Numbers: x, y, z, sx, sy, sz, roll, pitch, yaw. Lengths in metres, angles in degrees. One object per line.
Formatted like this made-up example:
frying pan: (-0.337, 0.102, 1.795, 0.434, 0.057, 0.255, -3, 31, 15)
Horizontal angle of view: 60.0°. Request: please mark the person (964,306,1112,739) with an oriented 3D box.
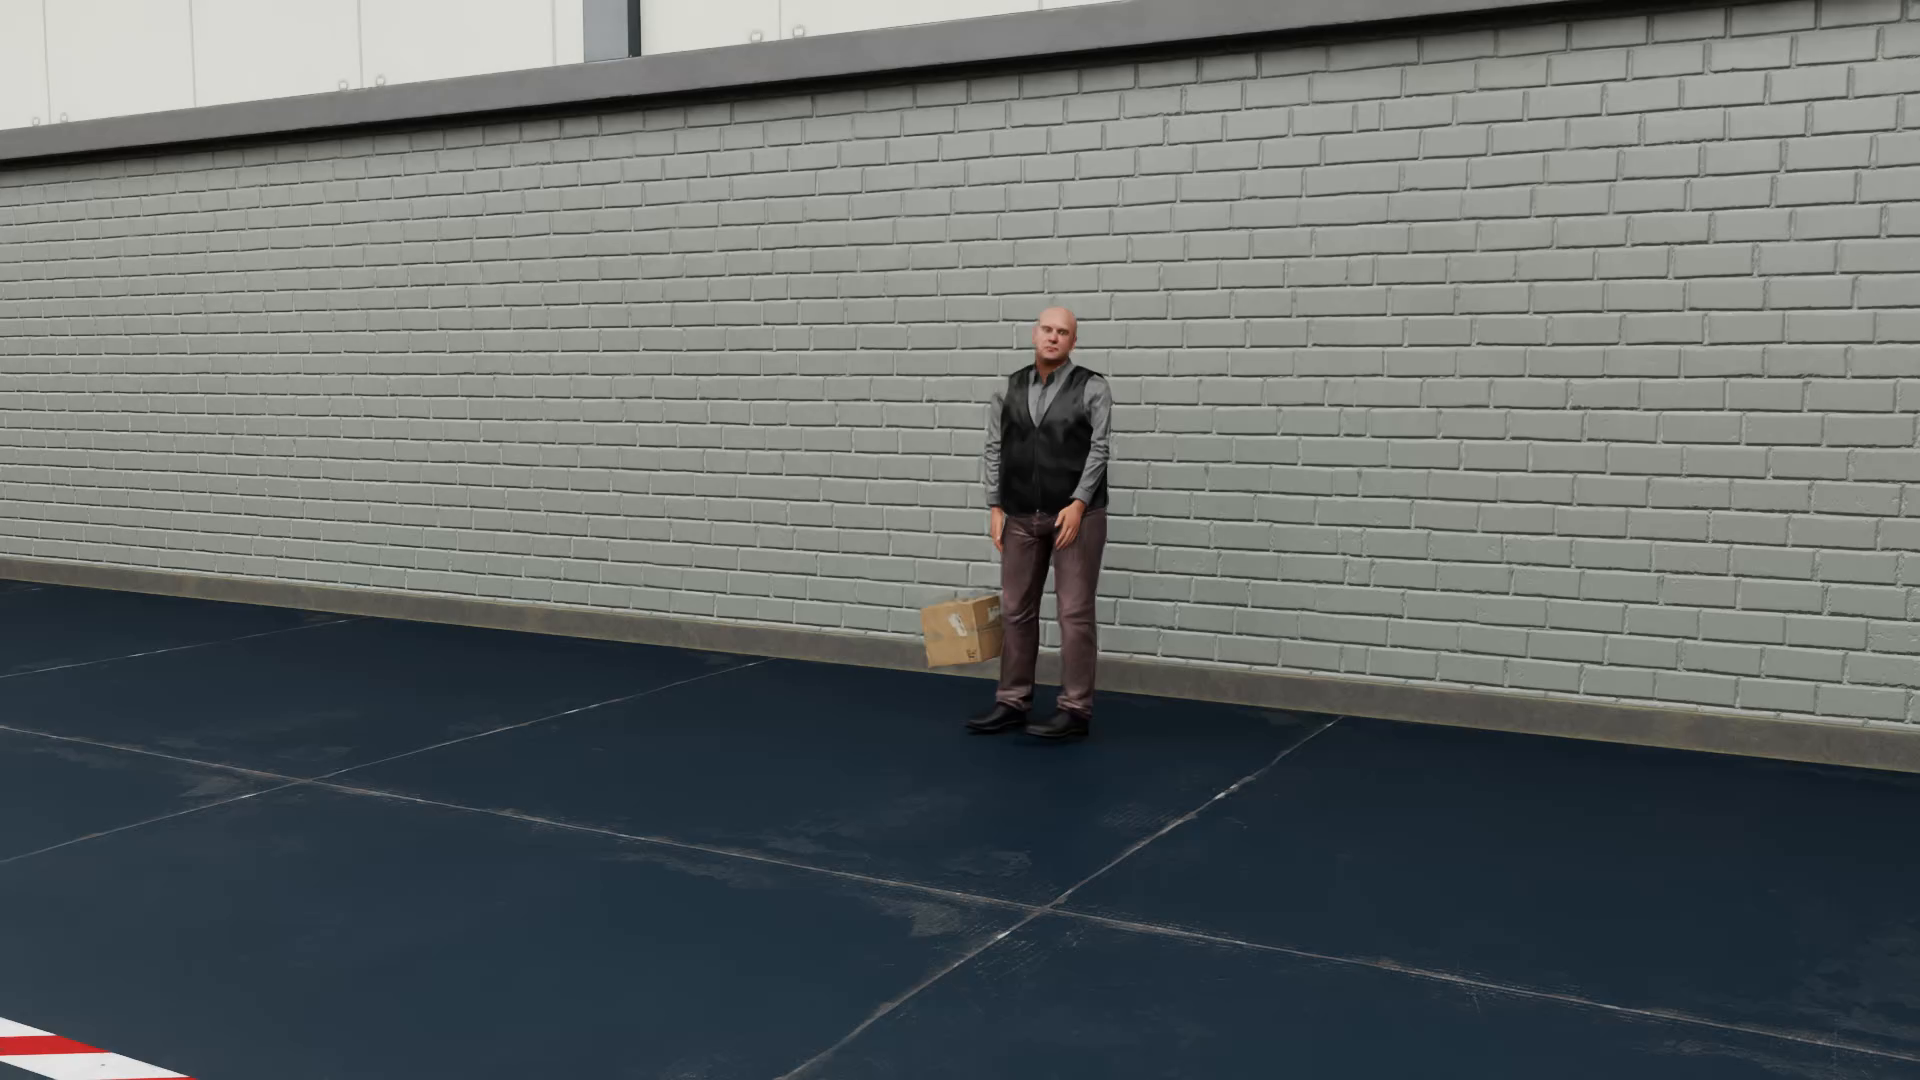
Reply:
person: (0.315, -0.073, 6.721, 0.573, 1.731, 0.459, 3, 6, 25)
